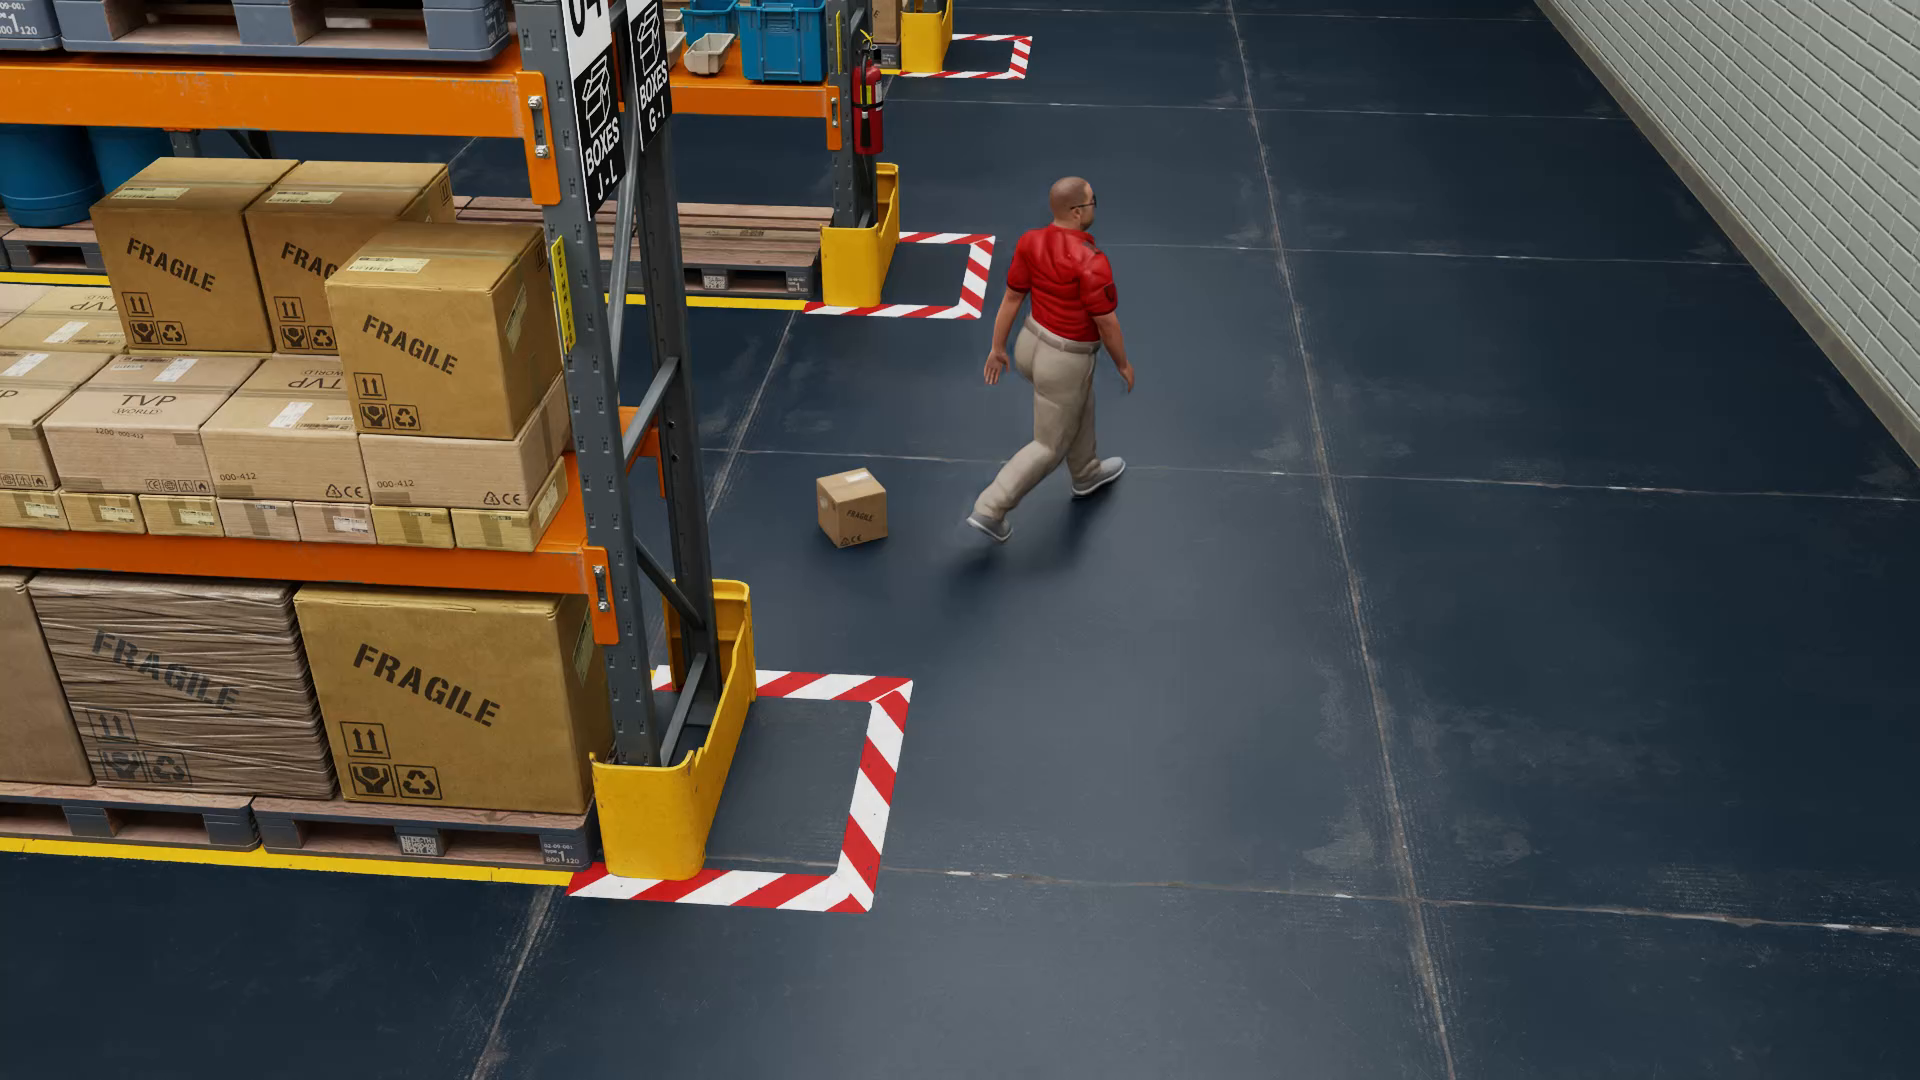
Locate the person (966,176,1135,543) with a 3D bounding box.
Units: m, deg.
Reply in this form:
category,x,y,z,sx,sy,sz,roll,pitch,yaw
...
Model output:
category,x,y,z,sx,sy,sz,roll,pitch,yaw
person,0.431,-0.818,7.499,1.095,1.663,0.580,-20,37,-29
